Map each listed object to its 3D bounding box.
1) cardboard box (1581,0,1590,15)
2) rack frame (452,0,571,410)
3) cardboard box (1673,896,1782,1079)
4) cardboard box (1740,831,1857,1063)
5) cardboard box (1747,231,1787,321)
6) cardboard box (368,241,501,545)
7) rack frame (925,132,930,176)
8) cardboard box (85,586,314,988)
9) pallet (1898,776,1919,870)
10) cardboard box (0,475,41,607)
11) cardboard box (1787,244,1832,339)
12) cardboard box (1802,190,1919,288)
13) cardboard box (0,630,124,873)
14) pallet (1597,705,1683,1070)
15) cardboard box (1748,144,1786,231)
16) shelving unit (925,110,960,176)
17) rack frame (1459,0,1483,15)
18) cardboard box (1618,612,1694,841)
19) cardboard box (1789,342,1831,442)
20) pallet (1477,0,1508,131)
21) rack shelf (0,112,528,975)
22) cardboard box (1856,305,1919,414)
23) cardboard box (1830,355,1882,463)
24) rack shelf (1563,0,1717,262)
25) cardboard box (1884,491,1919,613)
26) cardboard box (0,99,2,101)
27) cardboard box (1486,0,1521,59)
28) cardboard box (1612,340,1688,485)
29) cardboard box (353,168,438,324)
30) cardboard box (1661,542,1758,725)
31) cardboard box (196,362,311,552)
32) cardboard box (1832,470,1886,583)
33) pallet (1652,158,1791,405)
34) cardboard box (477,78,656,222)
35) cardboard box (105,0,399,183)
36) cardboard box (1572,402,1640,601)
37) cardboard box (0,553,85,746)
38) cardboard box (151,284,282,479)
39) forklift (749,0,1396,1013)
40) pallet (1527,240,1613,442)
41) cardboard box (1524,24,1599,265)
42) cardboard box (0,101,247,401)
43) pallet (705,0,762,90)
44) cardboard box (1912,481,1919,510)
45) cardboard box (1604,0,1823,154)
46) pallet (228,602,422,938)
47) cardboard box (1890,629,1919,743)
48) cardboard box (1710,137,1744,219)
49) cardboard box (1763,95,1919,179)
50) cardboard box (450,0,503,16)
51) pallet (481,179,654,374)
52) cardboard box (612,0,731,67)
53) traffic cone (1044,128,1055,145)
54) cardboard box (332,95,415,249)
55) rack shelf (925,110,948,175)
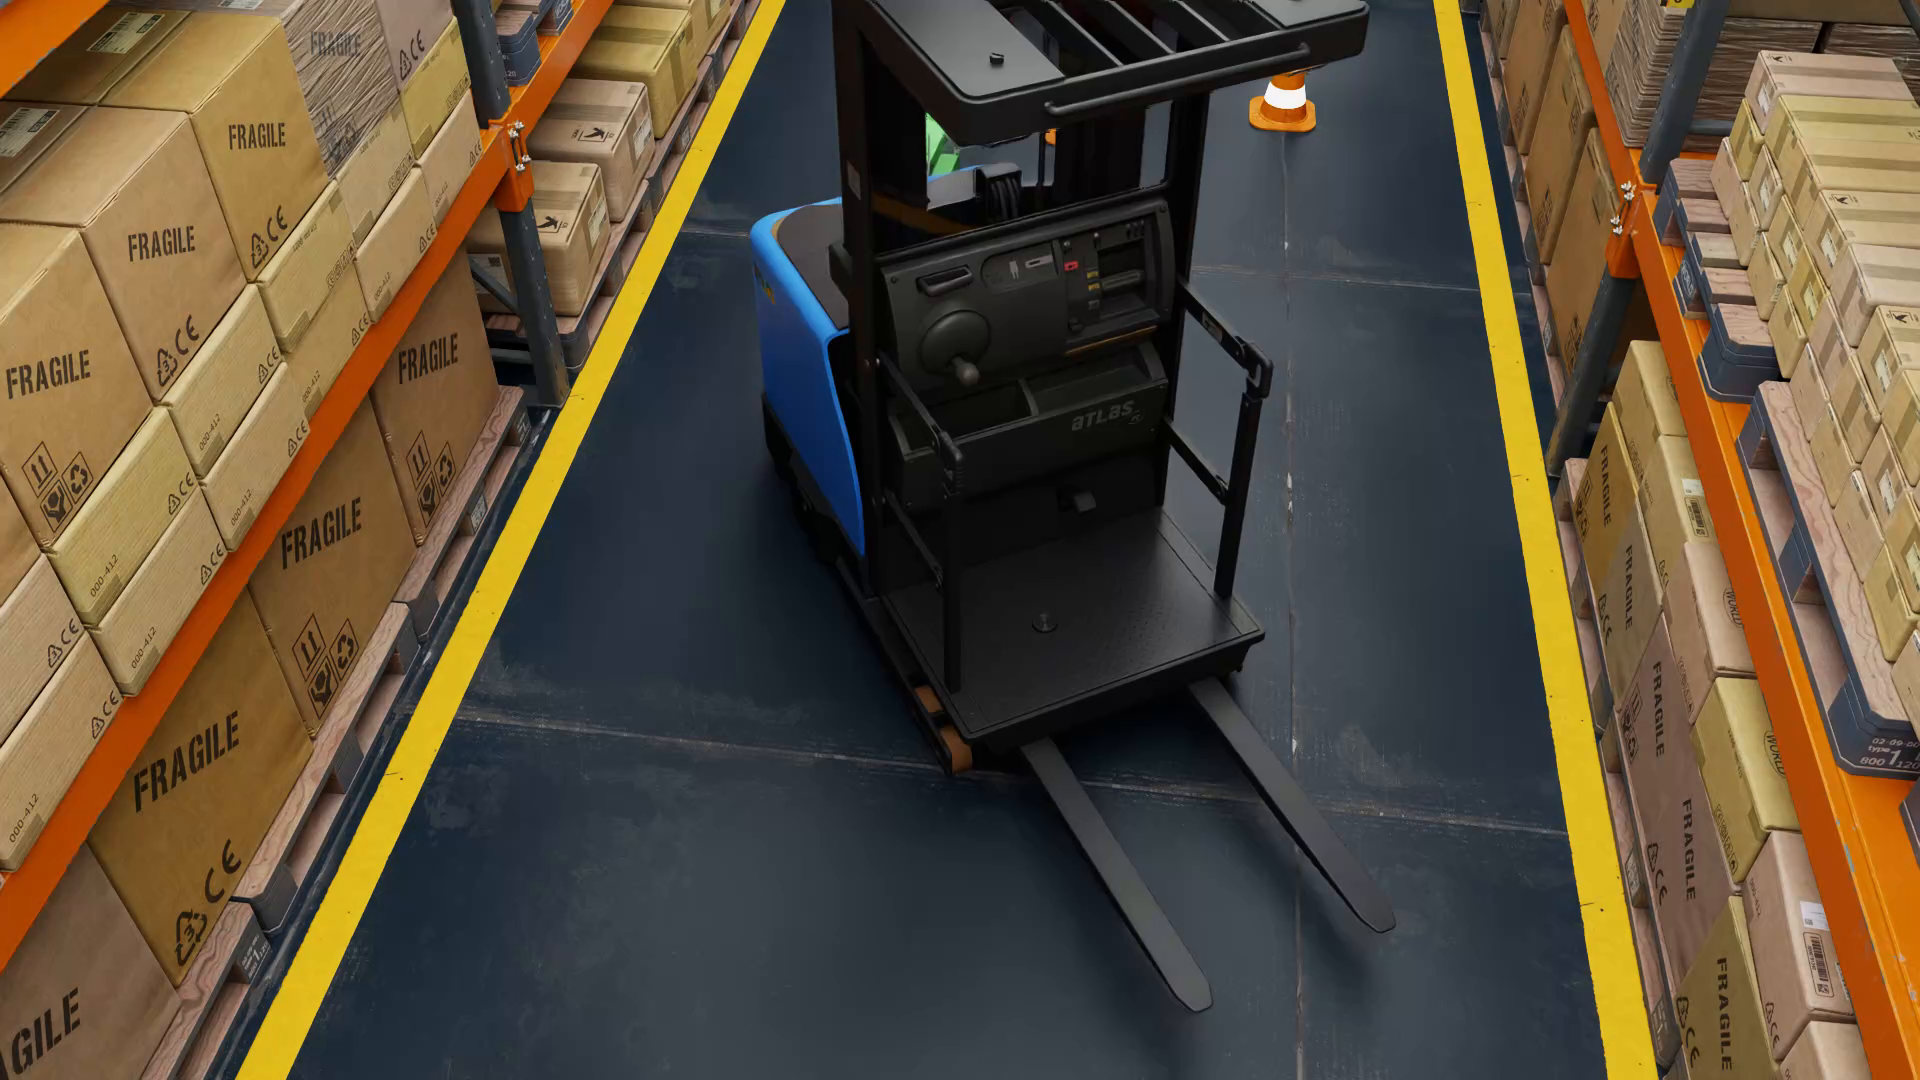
[{"bbox_3d":[2.730,-2.375,6.504,0.500,0.500,0.500,5,44,5],"label":"cardboard box"},{"bbox_3d":[-2.117,-1.708,5.872,1.000,3.000,0.127,5,44,6],"label":"rack frame"},{"bbox_3d":[2.191,1.277,4.232,0.500,0.500,0.500,4,44,5],"label":"cardboard box"},{"bbox_3d":[2.204,1.002,3.977,0.500,0.250,0.500,7,44,7],"label":"cardboard box"},{"bbox_3d":[2.473,-0.735,4.722,0.380,0.149,0.250,7,44,8],"label":"cardboard box"},{"bbox_3d":[-2.290,-0.626,5.969,0.875,0.875,0.875,5,44,5],"label":"cardboard box"},{"bbox_3d":[-0.231,-1.068,6.505,0.240,1.200,0.015,9,44,9],"label":"rack frame"},{"bbox_3d":[-2.531,0.591,4.684,0.875,0.875,0.875,6,44,7],"label":"cardboard box"},{"bbox_3d":[2.520,0.961,3.193,1.003,0.211,1.213,5,44,6],"label":"pallet"},{"bbox_3d":[-2.262,-0.004,3.273,0.500,0.500,0.500,5,44,5],"label":"cardboard box"},{"bbox_3d":[2.442,-0.646,4.411,0.380,0.149,0.250,5,44,6],"label":"cardboard box"},{"bbox_3d":[2.445,-0.776,4.333,0.380,0.149,0.250,4,44,4],"label":"cardboard box"},{"bbox_3d":[-2.259,0.444,3.709,0.500,0.250,0.500,4,44,4],"label":"cardboard box"},{"bbox_3d":[2.535,1.047,4.991,1.003,0.211,1.213,5,44,6],"label":"pallet"},{"bbox_3d":[2.507,-1.000,4.785,0.380,0.149,0.250,7,44,8],"label":"cardboard box"},{"bbox_3d":[-0.178,-1.231,6.678,0.258,1.200,0.503,9,44,9],"label":"shelving unit"},{"bbox_3d":[3.332,-4.053,8.349,1.000,3.000,0.127,5,44,6],"label":"rack frame"},{"bbox_3d":[2.331,0.580,4.968,0.500,0.500,0.500,4,44,4],"label":"cardboard box"},{"bbox_3d":[2.406,-0.369,4.335,0.380,0.149,0.250,7,44,7],"label":"cardboard box"},{"bbox_3d":[3.305,-2.508,8.745,1.003,0.211,1.213,5,44,6],"label":"pallet"},{"bbox_3d":[-2.381,-0.084,4.680,1.077,0.370,4.000,5,44,6],"label":"rack shelf"},{"bbox_3d":[2.378,-0.411,3.947,0.380,0.149,0.250,6,44,7],"label":"cardboard box"},{"bbox_3d":[2.372,-0.307,4.054,0.380,0.149,0.250,5,44,5],"label":"cardboard box"},{"bbox_3d":[3.068,-2.429,7.157,1.077,0.370,4.000,5,44,6],"label":"rack shelf"},{"bbox_3d":[2.302,0.042,3.685,0.380,0.149,0.250,5,44,6],"label":"cardboard box"},{"bbox_3d":[-2.564,-1.103,4.434,0.500,0.500,0.500,6,44,7],"label":"cardboard box"},{"bbox_3d":[3.339,-2.957,8.522,1.050,0.750,0.750,5,44,5],"label":"cardboard box"},{"bbox_3d":[2.472,-0.396,5.454,0.500,0.250,0.500,3,44,4],"label":"cardboard box"},{"bbox_3d":[-1.978,-0.936,5.166,0.500,0.250,0.500,6,44,6],"label":"cardboard box"},{"bbox_3d":[2.327,0.286,4.734,0.500,0.250,0.500,6,44,6],"label":"cardboard box"},{"bbox_3d":[-2.100,-0.244,4.435,0.500,0.250,0.500,5,44,5],"label":"cardboard box"},{"bbox_3d":[2.335,-0.021,3.967,0.380,0.149,0.250,4,44,4],"label":"cardboard box"},{"bbox_3d":[2.815,-0.762,5.013,1.213,0.211,1.003,5,44,6],"label":"pallet"},{"bbox_3d":[-1.942,-1.794,7.569,0.950,0.372,0.625,4,44,5],"label":"cardboard box"},{"bbox_3d":[-1.985,-1.381,4.727,0.500,0.500,0.500,6,44,6],"label":"cardboard box"},{"bbox_3d":[2.457,-0.113,5.700,0.500,0.500,0.500,4,44,4],"label":"cardboard box"},{"bbox_3d":[-2.267,0.259,3.540,0.500,0.250,0.500,6,44,6],"label":"cardboard box"},{"bbox_3d":[-2.109,-0.427,4.265,0.500,0.250,0.500,4,44,4],"label":"cardboard box"},{"bbox_3d":[0.312,-0.646,4.801,1.130,2.935,3.031,-18,46,-18],"label":"forklift"},{"bbox_3d":[2.982,-0.845,6.989,1.003,0.211,1.213,5,44,6],"label":"pallet"},{"bbox_3d":[3.085,-1.665,7.158,1.050,0.750,0.750,6,44,6],"label":"cardboard box"},{"bbox_3d":[-2.132,-0.699,4.006,0.500,0.500,0.500,5,44,5],"label":"cardboard box"},{"bbox_3d":[-1.689,-2.891,9.149,1.003,0.211,1.213,5,44,6],"label":"pallet"},{"bbox_3d":[2.307,-0.058,3.574,0.380,0.149,0.250,3,44,4],"label":"cardboard box"},{"bbox_3d":[2.597,-1.695,5.785,0.500,0.500,0.500,5,44,6],"label":"cardboard box"},{"bbox_3d":[-2.459,0.664,5.395,1.003,0.211,1.213,5,44,6],"label":"pallet"},{"bbox_3d":[2.264,0.342,3.585,0.380,0.149,0.250,4,44,4],"label":"cardboard box"},{"bbox_3d":[2.544,-1.102,5.109,0.380,0.149,0.250,5,44,5],"label":"cardboard box"},{"bbox_3d":[2.517,-1.123,4.699,0.380,0.149,0.250,4,44,4],"label":"cardboard box"},{"bbox_3d":[-1.889,-1.974,6.030,0.380,0.149,0.250,3,44,3],"label":"cardboard box"},{"bbox_3d":[-2.012,-1.228,7.393,1.003,0.211,1.213,5,44,6],"label":"pallet"},{"bbox_3d":[-1.746,-2.784,8.615,0.950,0.372,0.625,8,44,8],"label":"cardboard box"},{"bbox_3d":[0.589,-2.252,8.292,0.336,0.463,0.334,5,44,6],"label":"traffic cone"},{"bbox_3d":[-1.993,-1.132,5.009,0.500,0.250,0.500,4,44,4],"label":"cardboard box"},{"bbox_3d":[-0.178,-1.533,6.392,0.258,0.148,0.480,9,44,9],"label":"rack shelf"}]
